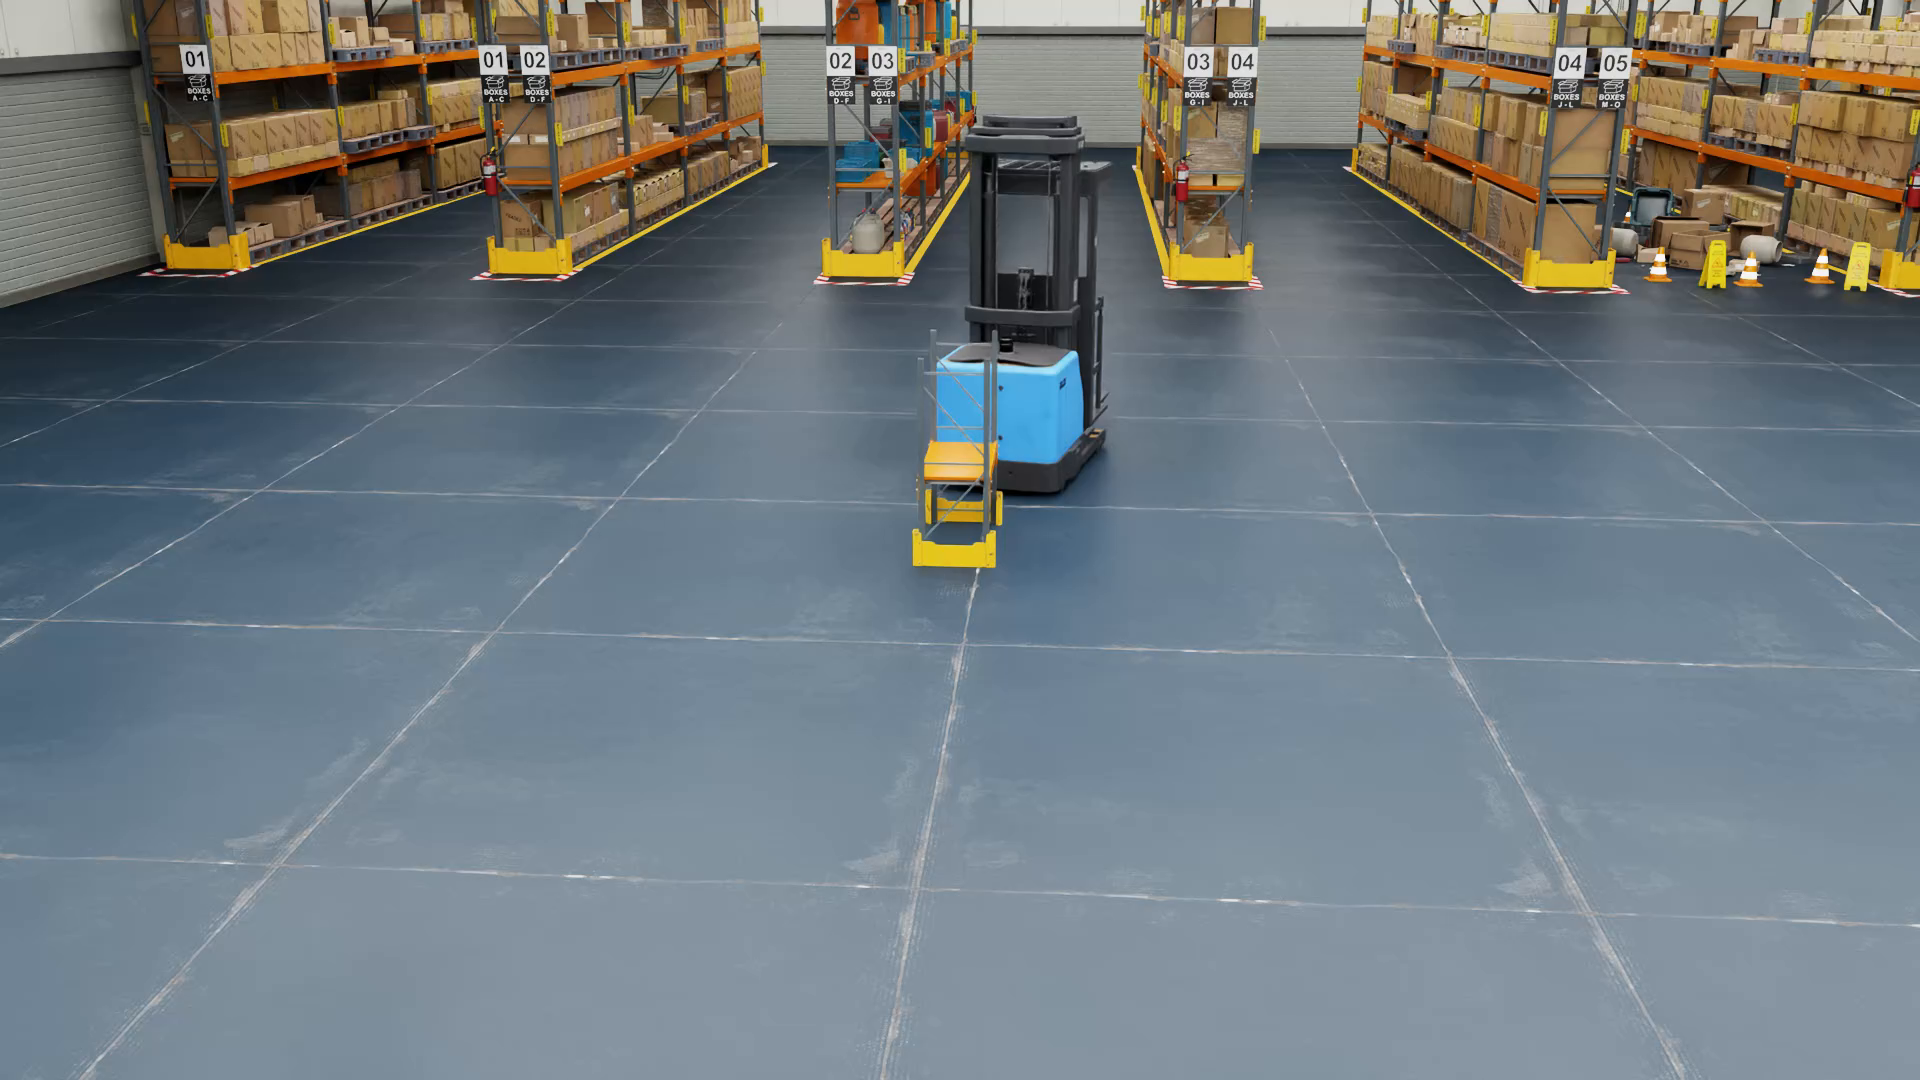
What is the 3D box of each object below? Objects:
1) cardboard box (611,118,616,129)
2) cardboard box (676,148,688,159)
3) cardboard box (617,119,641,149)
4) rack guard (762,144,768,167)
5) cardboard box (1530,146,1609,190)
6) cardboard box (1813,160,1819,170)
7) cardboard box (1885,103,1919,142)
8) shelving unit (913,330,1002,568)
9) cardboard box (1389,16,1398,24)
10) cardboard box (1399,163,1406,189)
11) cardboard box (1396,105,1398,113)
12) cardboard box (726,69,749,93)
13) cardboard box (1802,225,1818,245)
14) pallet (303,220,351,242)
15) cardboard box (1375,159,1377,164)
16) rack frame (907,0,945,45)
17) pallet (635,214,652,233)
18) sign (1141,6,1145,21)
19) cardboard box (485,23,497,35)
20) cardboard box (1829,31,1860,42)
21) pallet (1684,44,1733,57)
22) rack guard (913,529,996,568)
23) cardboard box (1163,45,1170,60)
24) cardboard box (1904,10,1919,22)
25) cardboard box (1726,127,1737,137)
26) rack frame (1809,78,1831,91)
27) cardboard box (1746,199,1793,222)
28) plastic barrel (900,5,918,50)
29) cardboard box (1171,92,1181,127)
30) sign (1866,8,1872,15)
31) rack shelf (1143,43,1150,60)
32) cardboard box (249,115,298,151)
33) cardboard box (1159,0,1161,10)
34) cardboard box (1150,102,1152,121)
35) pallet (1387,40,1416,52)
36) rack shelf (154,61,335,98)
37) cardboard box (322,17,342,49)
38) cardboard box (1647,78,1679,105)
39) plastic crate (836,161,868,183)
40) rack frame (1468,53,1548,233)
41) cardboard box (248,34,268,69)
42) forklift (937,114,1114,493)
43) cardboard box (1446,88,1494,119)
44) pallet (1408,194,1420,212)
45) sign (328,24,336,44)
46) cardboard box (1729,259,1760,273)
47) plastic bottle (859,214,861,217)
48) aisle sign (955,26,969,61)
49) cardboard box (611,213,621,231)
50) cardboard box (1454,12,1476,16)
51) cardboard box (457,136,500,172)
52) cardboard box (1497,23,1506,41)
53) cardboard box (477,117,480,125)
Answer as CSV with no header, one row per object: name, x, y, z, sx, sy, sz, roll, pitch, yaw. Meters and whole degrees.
cardboard box,-5.839,-6.808,27.180,0.380,0.149,0.250,1,18,3
cardboard box,-5.825,-7.869,33.725,0.500,0.250,0.500,1,18,3
cardboard box,-5.905,-7.067,29.014,0.500,0.500,0.500,3,18,8
rack guard,-5.159,-9.134,39.495,1.175,0.500,0.348,1,18,4
cardboard box,8.501,-5.199,23.231,0.875,0.550,0.550,1,18,4
cardboard box,13.454,-5.802,25.715,0.380,0.149,0.250,1,18,4
cardboard box,13.283,-5.760,22.940,0.700,0.500,0.500,1,18,3
shelving unit,-0.005,-0.689,12.117,0.587,1.500,1.083,1,18,4
cardboard box,9.114,-10.782,34.491,0.380,0.149,0.250,1,18,4
cardboard box,9.002,-7.199,32.917,0.500,0.500,0.500,2,18,5
cardboard box,8.823,-8.523,32.867,0.380,0.149,0.250,2,18,6
cardboard box,-5.016,-10.246,37.108,0.500,0.500,0.500,2,18,6
cardboard box,13.413,-4.724,25.765,0.500,0.250,0.500,2,18,7
pallet,-10.968,-5.193,27.933,1.003,0.211,1.213,1,18,4
cardboard box,9.248,-8.235,36.165,0.380,0.149,0.250,0,18,1
rack frame,-0.787,-10.600,30.320,1.000,3.000,0.127,1,18,4
pallet,-6.000,-5.523,28.939,1.003,0.211,1.213,1,18,4
sign,4.174,-12.016,37.927,0.100,0.325,0.005,1,18,4
cardboard box,-10.069,-11.022,35.832,0.500,0.250,0.500,1,18,4
cardboard box,13.386,-7.606,25.123,0.380,0.149,0.250,1,18,2
pallet,14.031,-8.954,30.418,1.213,0.211,1.003,2,18,6
rack guard,-0.041,0.060,11.840,0.587,0.250,0.087,1,18,4
cardboard box,3.802,-8.533,29.070,0.500,0.250,0.500,2,18,5
cardboard box,18.906,-10.355,32.817,0.396,0.266,0.258,1,18,3
cardboard box,13.670,-7.144,29.138,0.380,0.149,0.250,1,18,4
rack frame,19.563,-9.792,37.489,1.000,3.000,0.127,1,18,4
cardboard box,13.835,-5.512,27.973,0.950,0.372,0.625,2,18,7
plastic barrel,-1.062,-9.162,29.945,0.600,0.901,0.600,0,18,0
cardboard box,3.510,-6.615,25.550,0.500,0.500,0.500,1,18,4
sign,20.115,-11.620,36.828,0.100,0.325,0.005,1,18,4
rack shelf,4.584,-10.585,36.248,1.077,0.370,4.000,1,18,4
cardboard box,-10.794,-6.396,26.129,0.500,0.500,0.500,2,18,6
cardboard box,4.572,-11.572,35.905,0.500,0.250,0.500,1,18,2
cardboard box,4.123,-8.635,33.797,0.500,0.500,0.500,1,18,4
pallet,9.230,-9.885,33.258,1.213,0.211,1.003,1,18,4
rack shelf,-11.098,-7.190,25.887,1.077,0.370,4.000,1,18,4
cardboard box,-10.836,-8.568,28.102,0.500,0.500,0.500,4,19,12
cardboard box,13.998,-8.893,32.980,0.500,0.500,0.500,1,18,4
plastic crate,-1.623,-5.356,24.189,0.499,0.251,0.616,1,18,4
rack frame,8.807,-6.254,26.691,1.000,3.000,0.127,1,18,4
cardboard box,-10.861,-7.393,25.159,0.500,0.500,0.500,2,18,6
forklift,0.686,-2.194,14.413,1.130,2.935,3.031,5,19,15
cardboard box,9.017,-7.722,29.407,0.700,0.500,0.500,1,18,3
pallet,9.151,-6.414,31.658,1.003,0.211,1.213,1,18,4
sign,-10.413,-8.389,27.560,0.100,0.325,0.005,1,18,4
cardboard box,11.544,-4.030,24.482,0.380,0.149,0.250,12,22,32
plastic bottle,-1.589,-5.025,26.488,0.144,0.351,0.185,1,18,3
aisle sign,0.084,-11.485,38.480,0.394,0.787,0.004,1,18,4
cardboard box,-5.875,-5.207,27.239,0.500,0.250,0.500,1,18,4
cardboard box,9.413,-9.693,30.979,0.396,0.266,0.258,1,18,4
cardboard box,-10.298,-8.185,35.365,0.750,0.750,0.750,1,18,5
cardboard box,8.458,-7.694,25.198,0.500,0.250,0.500,1,18,3
cardboard box,-10.142,-8.749,34.679,0.380,0.149,0.250,1,18,4
